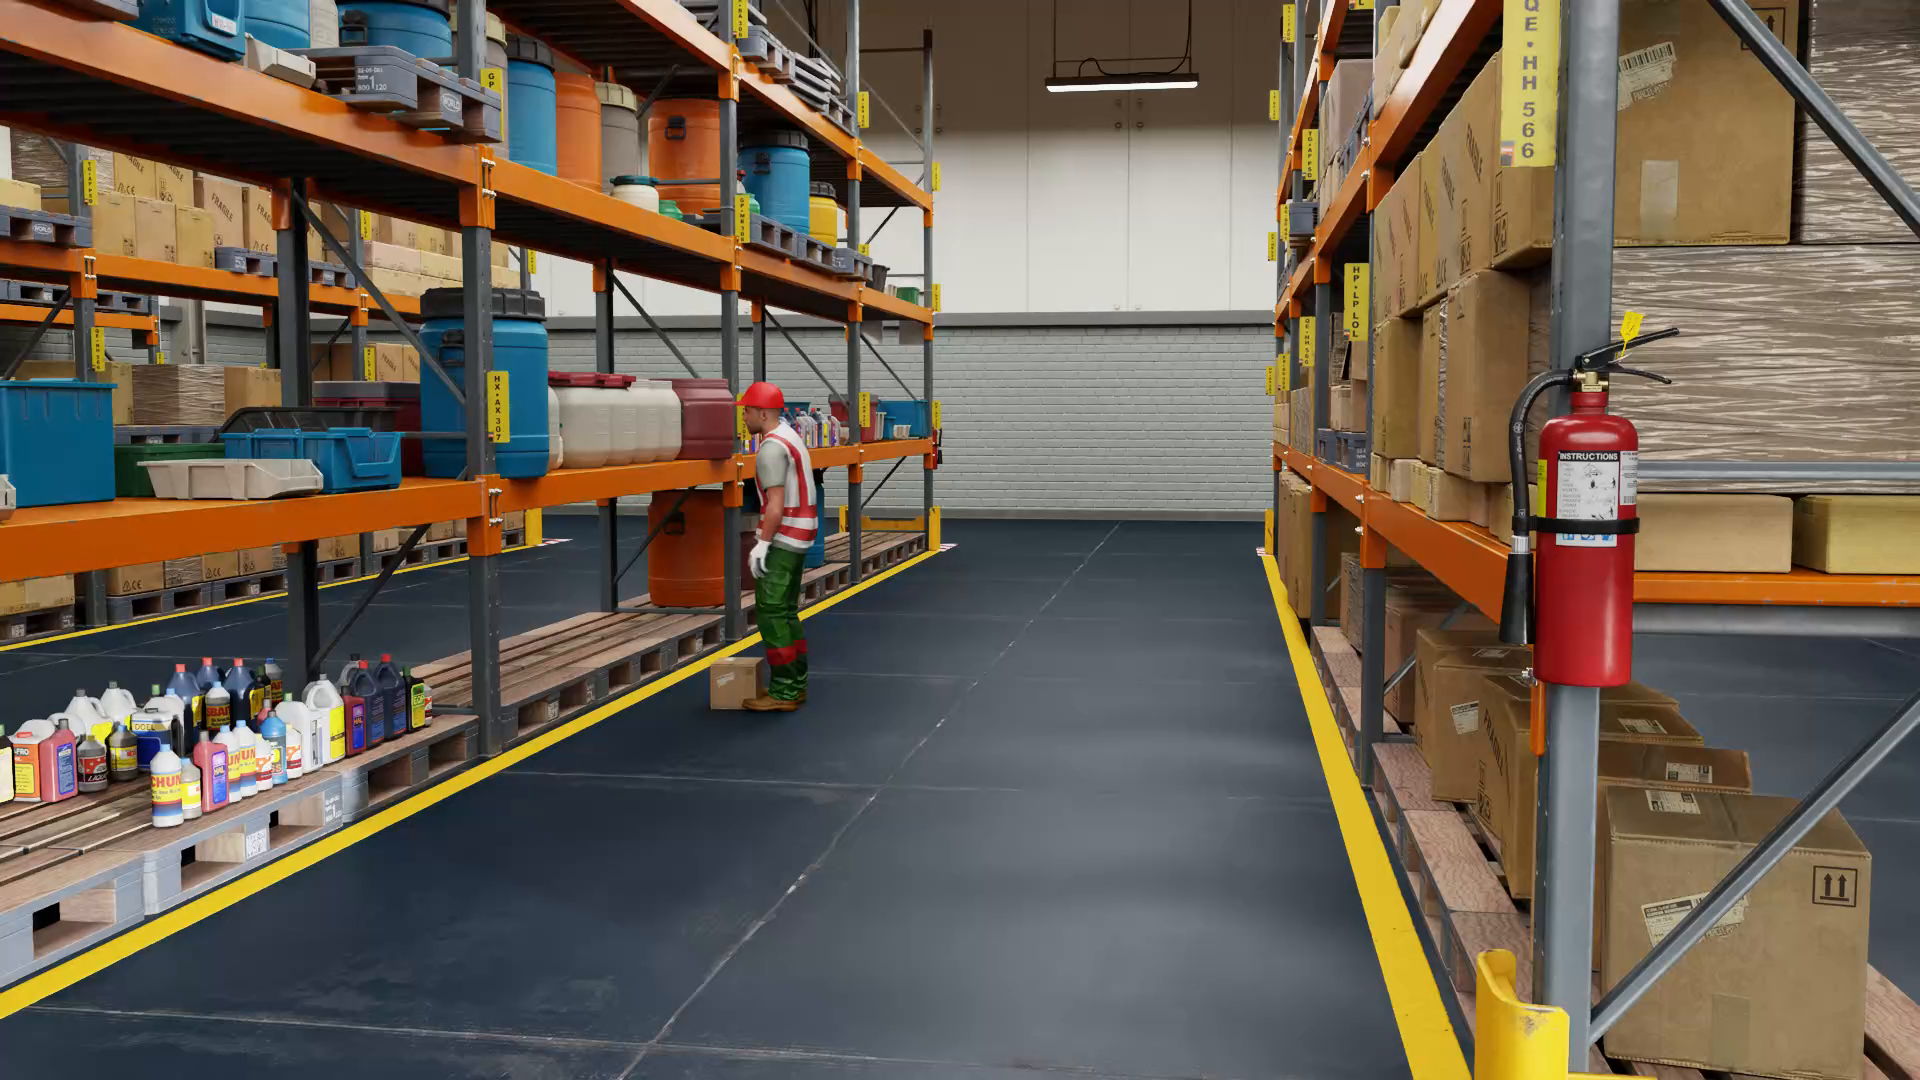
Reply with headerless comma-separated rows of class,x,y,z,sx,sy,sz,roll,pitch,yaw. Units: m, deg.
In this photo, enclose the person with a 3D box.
person,-1.007,0.031,9.074,0.456,1.778,0.614,1,4,8
